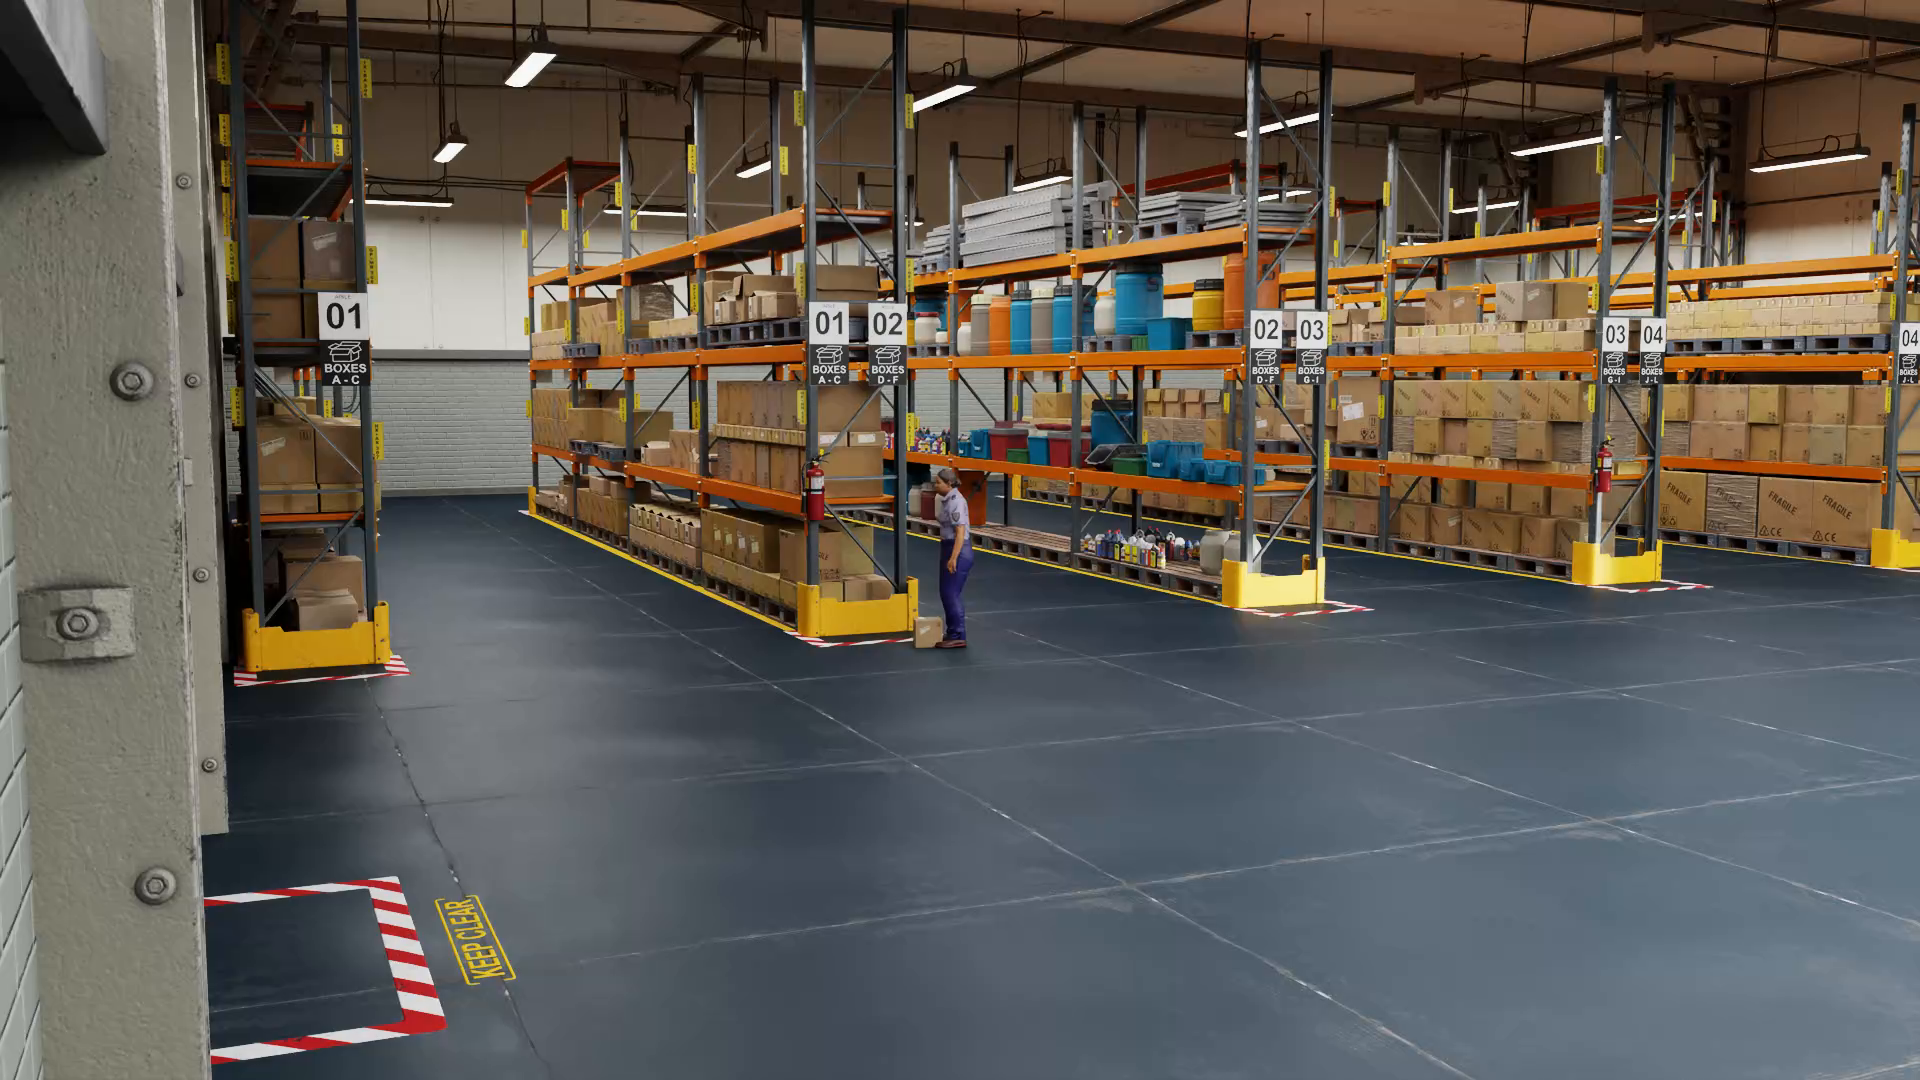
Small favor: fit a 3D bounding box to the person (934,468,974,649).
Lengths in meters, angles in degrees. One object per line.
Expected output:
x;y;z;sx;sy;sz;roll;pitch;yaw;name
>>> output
-0.065;0.158;15.405;0.368;1.652;0.564;-1;6;-6;person
